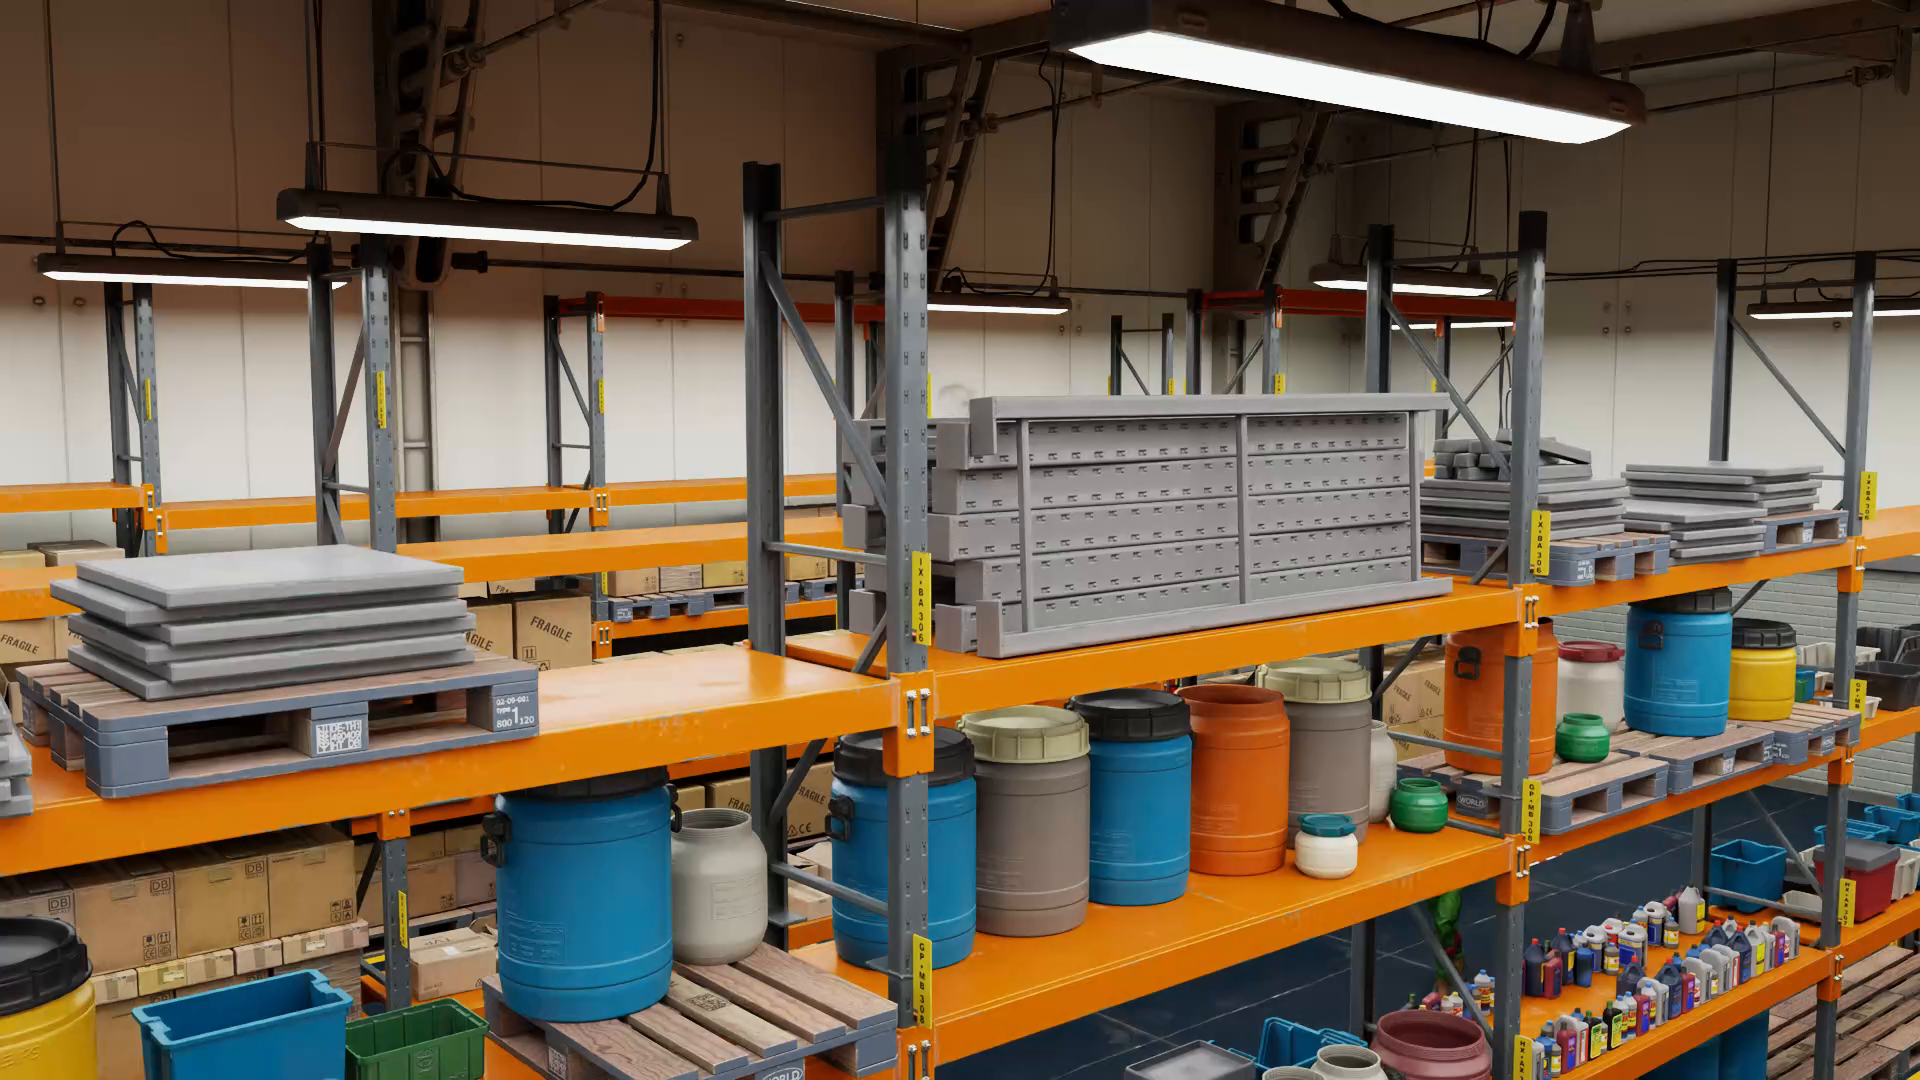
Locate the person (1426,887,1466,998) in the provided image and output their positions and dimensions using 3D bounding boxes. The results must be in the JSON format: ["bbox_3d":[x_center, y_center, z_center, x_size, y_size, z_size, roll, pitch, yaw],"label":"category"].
[{"bbox_3d":[4.119,2.921,14.124,0.793,1.848,0.633,-5,8,-44],"label":"person"}]
